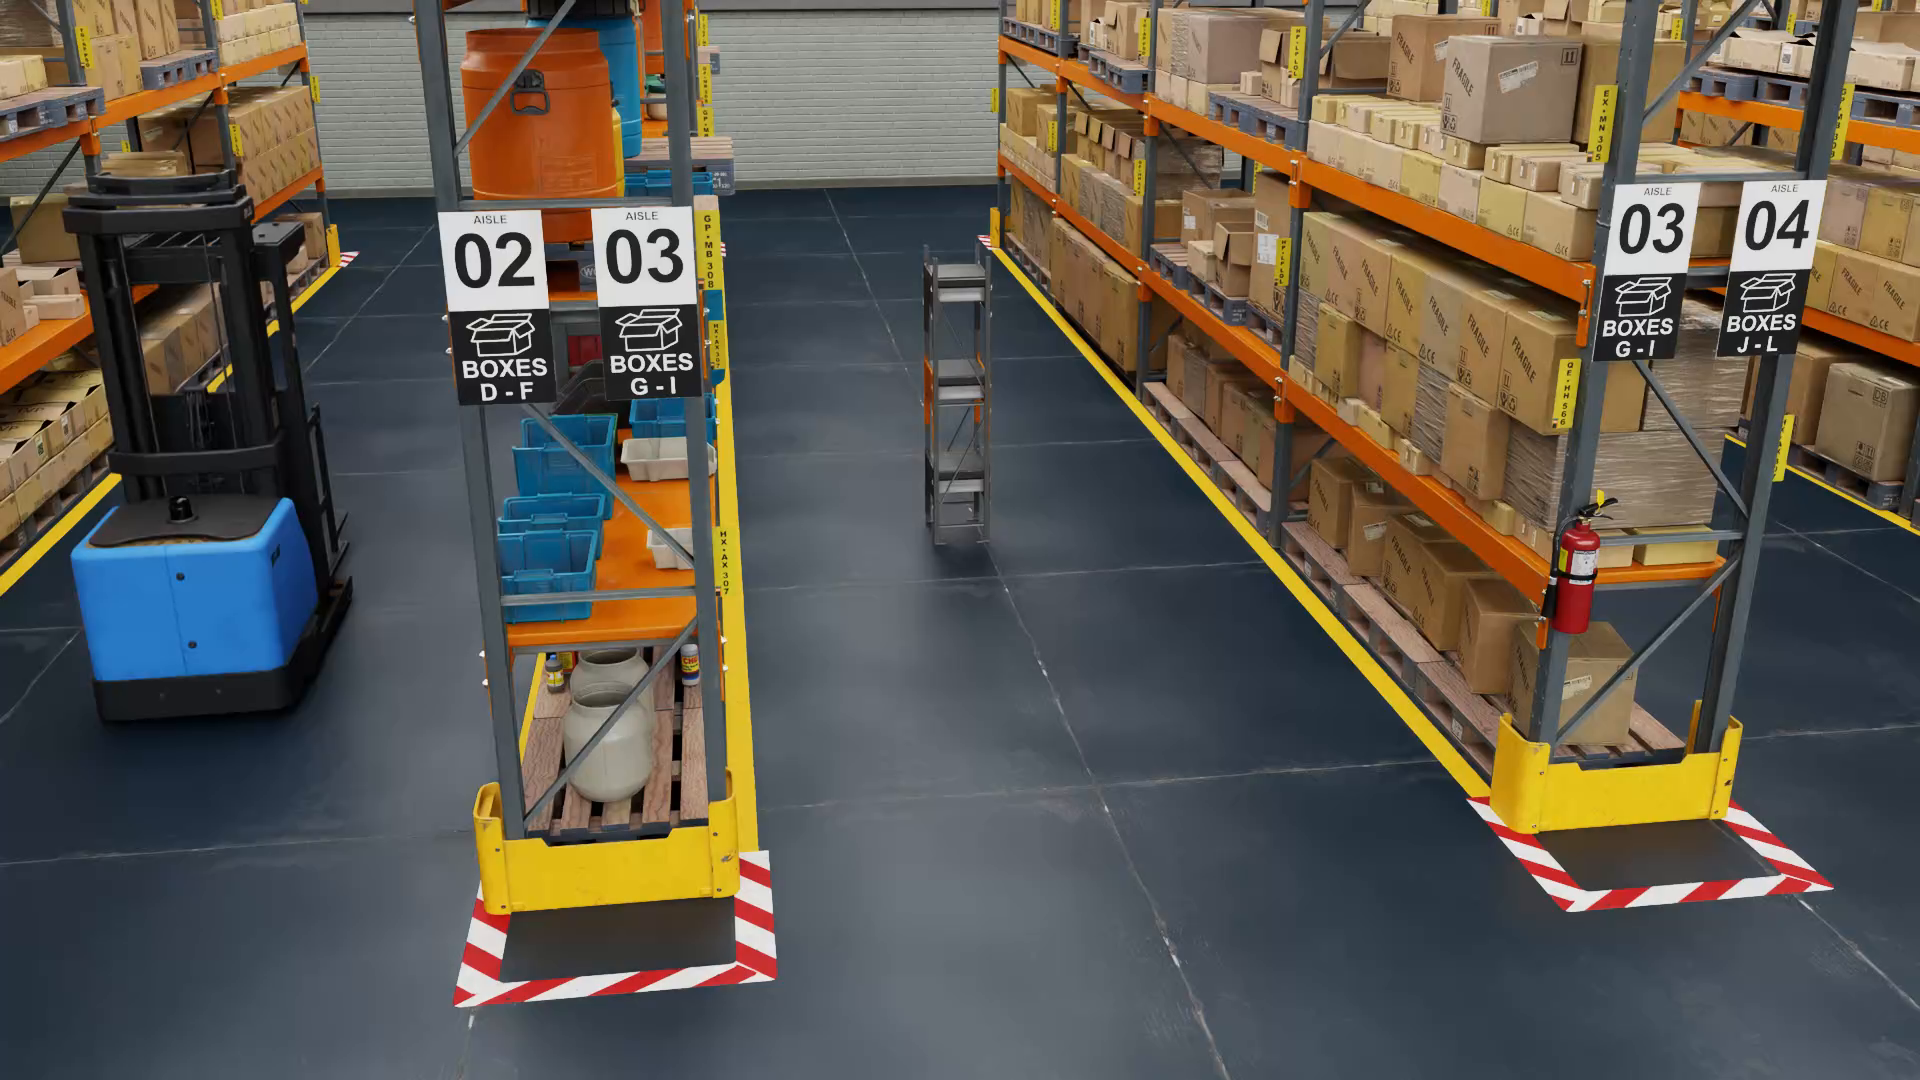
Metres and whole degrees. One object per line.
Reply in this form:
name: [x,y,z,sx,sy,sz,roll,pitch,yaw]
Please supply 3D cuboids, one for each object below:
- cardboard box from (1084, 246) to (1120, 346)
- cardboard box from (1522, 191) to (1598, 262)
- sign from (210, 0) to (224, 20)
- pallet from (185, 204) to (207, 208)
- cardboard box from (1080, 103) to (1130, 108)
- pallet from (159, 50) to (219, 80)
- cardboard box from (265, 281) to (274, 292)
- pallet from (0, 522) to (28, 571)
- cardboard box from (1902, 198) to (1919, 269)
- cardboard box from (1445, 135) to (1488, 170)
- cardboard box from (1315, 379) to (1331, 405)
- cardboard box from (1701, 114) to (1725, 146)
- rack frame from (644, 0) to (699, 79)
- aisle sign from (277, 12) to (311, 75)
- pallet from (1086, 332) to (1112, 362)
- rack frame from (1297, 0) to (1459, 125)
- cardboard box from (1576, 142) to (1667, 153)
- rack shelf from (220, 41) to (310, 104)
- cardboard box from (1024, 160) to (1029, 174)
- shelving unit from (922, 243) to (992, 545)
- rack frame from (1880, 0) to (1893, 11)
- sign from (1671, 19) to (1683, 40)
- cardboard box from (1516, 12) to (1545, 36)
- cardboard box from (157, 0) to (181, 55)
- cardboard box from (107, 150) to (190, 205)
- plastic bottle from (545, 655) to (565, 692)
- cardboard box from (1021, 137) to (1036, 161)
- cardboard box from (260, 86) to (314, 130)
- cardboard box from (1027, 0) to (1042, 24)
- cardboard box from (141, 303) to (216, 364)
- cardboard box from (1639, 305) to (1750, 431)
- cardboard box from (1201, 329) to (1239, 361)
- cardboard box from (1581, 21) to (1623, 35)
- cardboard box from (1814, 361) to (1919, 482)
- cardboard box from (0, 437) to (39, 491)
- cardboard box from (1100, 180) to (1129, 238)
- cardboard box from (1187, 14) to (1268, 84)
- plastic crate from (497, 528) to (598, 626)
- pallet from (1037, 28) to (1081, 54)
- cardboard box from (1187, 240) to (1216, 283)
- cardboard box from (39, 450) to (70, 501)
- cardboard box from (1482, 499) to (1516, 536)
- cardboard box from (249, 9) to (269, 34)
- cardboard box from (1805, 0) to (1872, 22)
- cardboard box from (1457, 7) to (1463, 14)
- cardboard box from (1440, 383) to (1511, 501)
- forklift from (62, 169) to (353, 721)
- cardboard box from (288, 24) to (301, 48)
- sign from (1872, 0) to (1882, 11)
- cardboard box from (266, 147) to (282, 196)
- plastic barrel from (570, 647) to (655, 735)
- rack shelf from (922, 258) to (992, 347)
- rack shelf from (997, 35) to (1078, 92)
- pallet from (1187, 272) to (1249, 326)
cardboard box: [1.976,-2.520,17.112,1.225,0.875,0.875,-3,21,-8]
cardboard box: [3.008,-1.489,7.842,0.500,0.250,0.500,-2,21,-6]
sign: [-7.656,-5.517,17.112,0.100,0.325,0.005,-3,21,-8]
pallet: [-8.197,-3.284,16.996,1.003,0.211,1.213,-3,21,-8]
cardboard box: [1.719,-4.924,19.831,0.500,0.500,0.500,-3,21,-8]
pallet: [-8.180,-4.744,16.612,1.213,0.211,1.003,-3,21,-8]
cardboard box: [-8.186,-2.990,19.355,0.380,0.166,0.250,-3,21,-8]
pallet: [-7.196,0.167,11.467,1.003,0.211,1.213,-3,21,-8]
cardboard box: [7.597,-2.286,12.479,0.700,0.500,0.500,-3,21,-9]
cardboard box: [2.799,-2.052,8.782,0.380,0.149,0.250,-4,21,-10]
cardboard box: [2.572,-1.005,10.978,0.380,0.149,0.250,-3,21,-8]
cardboard box: [10.714,-5.732,23.132,0.500,0.500,0.500,-3,21,-9]
rack frame: [-2.726,-5.330,13.625,1.000,3.000,0.127,-3,21,-8]
aisle sign: [-8.488,-6.298,21.075,0.394,0.787,0.004,-3,21,-8]
pallet: [1.964,-2.161,17.701,1.003,0.211,1.213,-3,21,-8]
rack frame: [2.752,-4.195,10.586,1.000,3.000,0.127,-3,21,-8]
cardboard box: [3.418,-1.986,8.605,0.380,0.149,0.250,-3,21,-8]
rack shelf: [-8.493,-5.417,19.173,1.077,0.370,4.000,-3,21,-8]
cardboard box: [1.009,-4.659,20.762,0.380,0.149,0.250,-3,21,-7]
shelving unit: [-0.024,-1.041,12.002,0.431,2.100,0.503,-3,21,-8]
rack frame: [11.405,-7.465,19.340,1.000,3.000,0.127,-3,21,-8]
sign: [6.561,-4.605,15.233,0.100,0.325,0.005,-3,21,-8]
cardboard box: [6.441,-5.614,18.201,0.500,0.311,0.500,-3,21,-9]
cardboard box: [-8.205,-5.173,16.607,0.600,0.600,0.600,-5,21,-13]
cardboard box: [-8.358,-3.724,17.157,0.700,0.500,0.500,-10,23,-26]
plastic bottle: [-2.271,0.741,9.315,0.097,0.201,0.097,0,20,0]
cardboard box: [1.055,-4.894,20.822,0.500,0.250,0.500,-3,21,-9]
cardboard box: [-8.445,-5.416,20.858,0.500,0.500,0.500,-3,21,-8]
cardboard box: [1.234,-6.680,20.641,0.700,0.500,0.500,-4,21,-11]
cardboard box: [-7.640,-2.014,16.264,0.500,0.500,0.500,-4,21,-10]
cardboard box: [3.519,-0.858,8.230,0.500,0.500,0.500,-3,21,-8]
cardboard box: [2.388,-1.742,14.466,0.500,0.250,0.500,-1,20,-2]
cardboard box: [6.611,-4.967,16.799,0.500,0.500,0.500,-3,21,-8]
cardboard box: [7.496,-0.953,13.095,1.050,0.750,0.750,-3,21,-8]
cardboard box: [-7.007,-0.566,11.972,0.500,0.311,0.500,-4,21,-10]
cardboard box: [1.715,-3.327,16.694,0.500,0.500,0.500,-4,21,-10]
cardboard box: [2.138,-3.930,13.308,0.500,0.500,0.500,-4,21,-9]
plastic crate: [-1.941,0.162,7.709,0.499,0.251,0.616,-3,21,-8]
pallet: [1.491,-5.802,19.302,1.003,0.211,1.213,-3,21,-8]
cardboard box: [2.189,-2.304,13.712,0.500,0.250,0.500,-4,21,-9]
cardboard box: [-7.087,-0.479,12.542,0.500,0.250,0.500,-3,21,-7]
cardboard box: [2.961,-0.141,8.665,0.380,0.149,0.250,-3,21,-8]
cardboard box: [-8.236,-5.926,19.008,0.500,0.250,0.500,-3,21,-8]
cardboard box: [11.179,-6.817,21.002,0.797,0.503,0.637,-1,21,-4]
cardboard box: [6.140,-6.266,19.919,0.500,0.250,0.500,-4,21,-10]
cardboard box: [3.086,-0.545,8.819,0.875,0.500,0.500,-3,21,-8]
forklift: [-4.569,-0.840,10.276,1.130,2.935,3.031,-3,21,-9]
cardboard box: [-8.446,-6.211,20.486,0.500,0.250,0.500,-3,21,-8]
sign: [10.856,-6.310,19.685,0.100,0.325,0.005,-3,21,-8]
cardboard box: [-8.155,-4.243,19.148,0.500,0.500,0.500,-3,21,-8]
plastic barrel: [-1.815,0.821,8.685,0.421,0.512,0.421,0,20,0]
rack shelf: [-0.024,-1.684,11.762,0.431,0.518,0.480,-3,21,-8]
rack shelf: [1.311,-5.915,20.507,1.077,0.370,4.000,-3,21,-8]
pallet: [2.501,-1.996,13.548,1.003,0.211,1.213,-3,21,-8]
